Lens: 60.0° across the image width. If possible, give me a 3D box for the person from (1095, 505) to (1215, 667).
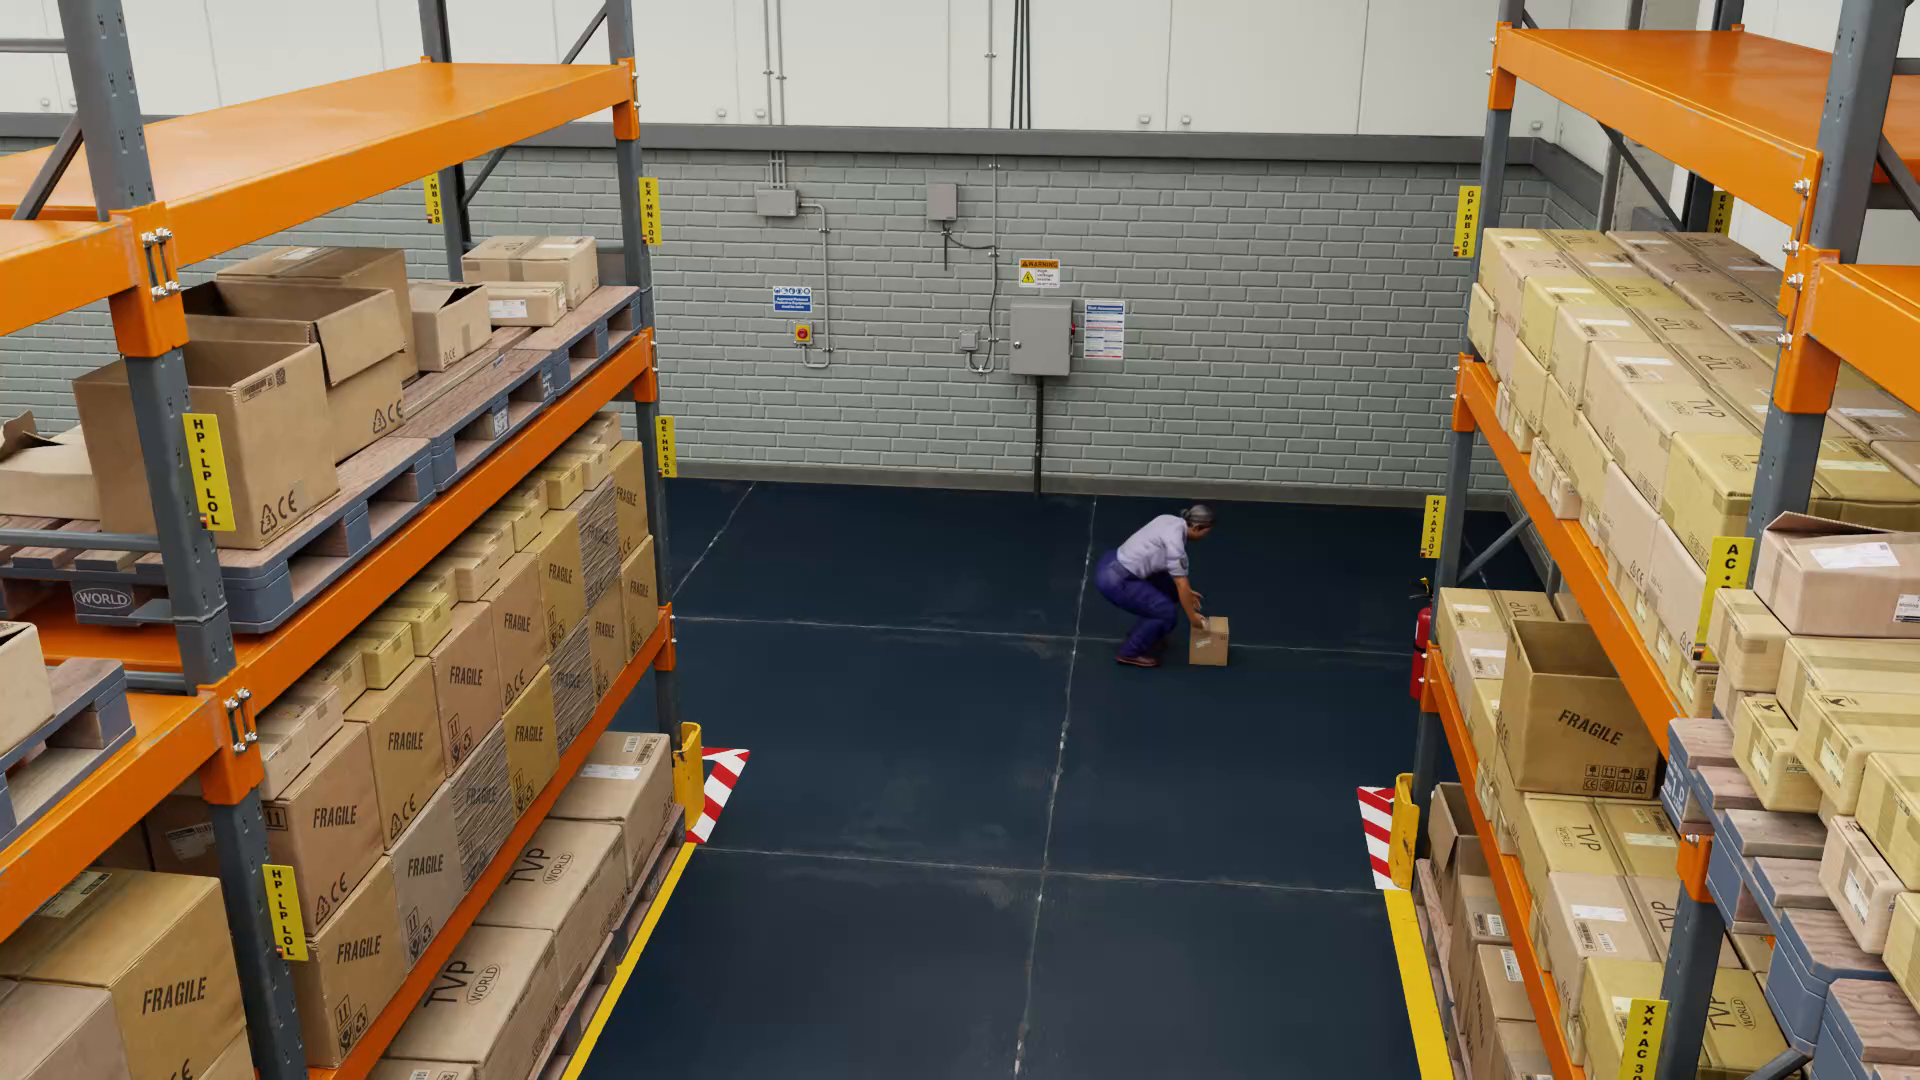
[{"bbox_3d":[1.298,0.275,11.181,0.778,1.086,0.536,2,21,6],"label":"person"}]
